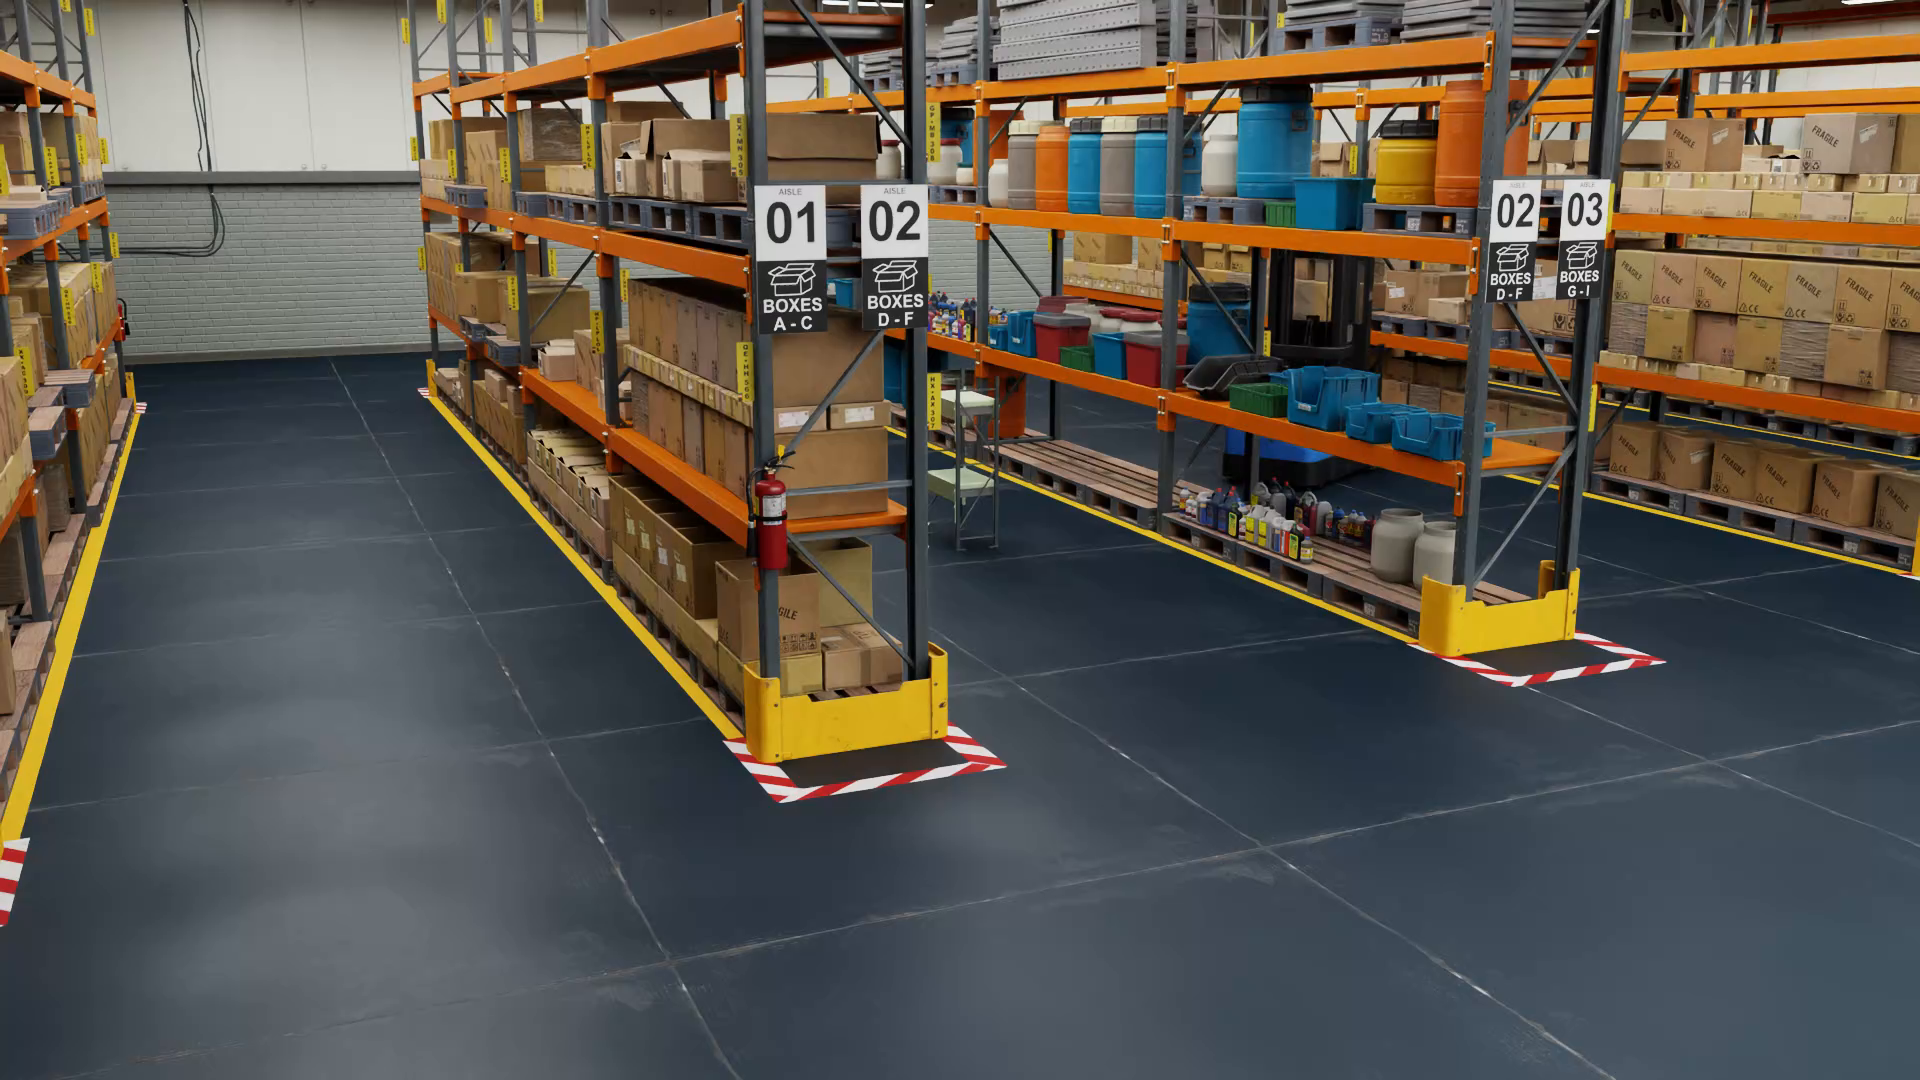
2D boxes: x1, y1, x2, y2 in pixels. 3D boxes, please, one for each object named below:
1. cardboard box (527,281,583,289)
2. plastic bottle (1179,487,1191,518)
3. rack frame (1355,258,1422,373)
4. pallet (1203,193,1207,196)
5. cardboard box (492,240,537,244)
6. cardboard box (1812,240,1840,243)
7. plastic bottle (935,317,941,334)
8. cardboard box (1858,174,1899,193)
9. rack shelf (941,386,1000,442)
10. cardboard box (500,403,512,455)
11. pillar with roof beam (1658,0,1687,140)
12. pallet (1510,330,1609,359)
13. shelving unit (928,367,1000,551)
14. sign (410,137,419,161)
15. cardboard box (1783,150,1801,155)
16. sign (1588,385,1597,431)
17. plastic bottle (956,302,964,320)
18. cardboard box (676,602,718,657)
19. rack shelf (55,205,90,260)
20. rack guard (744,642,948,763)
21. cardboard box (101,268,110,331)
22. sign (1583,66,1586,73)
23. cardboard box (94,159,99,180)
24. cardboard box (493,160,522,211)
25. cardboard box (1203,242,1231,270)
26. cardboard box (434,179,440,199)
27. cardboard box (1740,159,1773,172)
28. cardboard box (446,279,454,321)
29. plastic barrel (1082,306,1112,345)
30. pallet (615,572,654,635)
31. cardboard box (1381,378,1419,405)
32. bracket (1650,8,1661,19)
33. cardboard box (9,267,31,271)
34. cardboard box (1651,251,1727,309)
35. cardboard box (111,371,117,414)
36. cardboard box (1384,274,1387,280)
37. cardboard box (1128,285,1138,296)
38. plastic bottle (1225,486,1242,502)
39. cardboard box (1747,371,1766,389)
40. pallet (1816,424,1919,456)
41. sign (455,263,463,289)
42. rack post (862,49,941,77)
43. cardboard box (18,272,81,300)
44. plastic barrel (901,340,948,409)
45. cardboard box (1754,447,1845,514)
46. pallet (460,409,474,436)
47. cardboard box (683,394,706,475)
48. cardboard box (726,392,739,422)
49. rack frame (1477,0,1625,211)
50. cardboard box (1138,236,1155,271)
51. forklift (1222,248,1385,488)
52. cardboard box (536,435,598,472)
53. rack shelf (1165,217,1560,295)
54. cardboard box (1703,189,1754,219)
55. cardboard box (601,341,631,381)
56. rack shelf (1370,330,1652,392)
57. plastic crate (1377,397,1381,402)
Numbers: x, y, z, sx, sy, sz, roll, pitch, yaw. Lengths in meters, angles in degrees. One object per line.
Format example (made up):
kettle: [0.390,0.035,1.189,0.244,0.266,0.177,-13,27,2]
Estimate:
cardboard box: [-4.418,-2.518,17.945,0.700,0.500,0.500,-3,13,-12]
plastic bottle: [1.997,-0.339,14.756,0.097,0.271,0.097,0,13,0]
rack frame: [5.207,-2.833,20.457,1.000,3.000,0.127,-6,14,-23]
pallet: [4.017,-4.842,22.912,0.805,0.209,1.217,-6,14,-25]
cardboard box: [-5.612,-3.530,21.032,0.500,0.500,0.500,-6,14,-25]
cardboard box: [13.434,-4.555,25.461,0.500,0.500,0.500,-6,14,-23]
plastic bottle: [-0.240,-2.527,19.578,0.097,0.201,0.097,0,13,0]
cardboard box: [7.685,-2.952,13.770,0.380,0.149,0.250,-6,14,-23]
rack shelf: [0.003,-1.110,14.607,0.431,0.370,0.720,-6,14,-23]
cardboard box: [-4.668,-1.214,18.032,0.500,0.500,0.500,-6,14,-25]
pillar with roof beam: [11.430,-9.002,33.808,9.100,9.000,0.548,-6,14,-23]
pallet: [6.636,-2.084,17.647,1.003,0.211,1.213,-6,14,-23]
shelving unit: [0.003,-0.729,14.695,0.431,1.500,0.755,-6,14,-23]
sign: [-7.573,-5.430,23.087,0.100,0.325,0.005,-6,14,-23]
cardboard box: [15.977,-7.283,31.596,0.500,0.250,0.500,-6,14,-24]
sign: [4.379,-0.916,11.562,0.100,0.325,0.005,-6,14,-23]
plastic bottle: [0.016,-2.844,20.780,0.152,0.276,0.135,-6,14,-23]
cardboard box: [-1.565,0.560,10.966,0.500,0.250,0.500,-6,14,-23]
rack shelf: [-9.210,-3.015,16.186,1.077,0.370,4.000,-6,14,-23]
rack guard: [-0.657,0.937,9.713,1.175,0.500,0.348,-6,14,-23]
cardboard box: [-10.801,-2.877,19.985,0.980,0.700,0.700,-6,14,-26]
sign: [11.585,-8.843,30.874,0.100,0.325,0.005,-6,14,-23]
cardboard box: [-10.867,-4.550,20.405,0.500,0.250,0.500,-6,14,-25]
cardboard box: [-4.281,-3.641,17.076,0.910,0.500,0.500,-6,14,-23]
cardboard box: [3.868,-4.065,23.336,0.797,0.503,0.637,-6,14,-24]
cardboard box: [-6.507,-4.540,21.516,0.500,0.250,0.500,-6,14,-23]
cardboard box: [10.081,-4.629,20.743,0.500,0.250,0.500,-5,14,-21]
cardboard box: [-6.325,-3.106,21.417,0.500,0.500,0.500,-5,14,-22]
plastic barrel: [1.445,-2.160,17.300,0.421,0.512,0.421,0,13,0]
pallet: [-1.989,0.414,12.612,1.003,0.211,1.213,-6,14,-23]
cardboard box: [5.494,-1.693,20.099,0.700,0.500,0.500,-6,15,-26]
bracket: [14.883,-11.198,35.314,0.235,0.232,0.430,-6,14,-23]
cardboard box: [-9.850,-2.660,17.120,0.500,0.250,0.500,-5,14,-22]
cardboard box: [6.958,-2.468,15.782,0.500,0.500,0.500,-6,14,-23]
cardboard box: [-10.839,-1.787,20.552,0.700,0.500,0.500,-6,14,-25]
cardboard box: [7.169,-4.318,27.433,0.380,0.149,0.250,-5,14,-22]
cardboard box: [2.770,-3.783,25.119,0.380,0.149,0.250,-5,14,-22]
plastic bottle: [2.346,-0.292,14.376,0.144,0.351,0.185,-6,14,-23]
cardboard box: [7.375,-1.456,15.066,0.380,0.149,0.250,-6,14,-23]
pallet: [11.016,-1.228,19.705,1.003,0.211,1.213,-6,14,-23]
sign: [-5.968,-3.136,19.849,0.100,0.325,0.005,-6,14,-23]
rack post: [-0.625,-5.921,20.662,0.937,0.300,0.954,-6,14,-24]
cardboard box: [-8.984,-2.495,16.409,0.500,0.250,0.500,-6,14,-24]
plastic barrel: [-0.448,-2.134,21.160,0.600,0.901,0.708,-6,14,-23]
cardboard box: [7.673,-0.549,15.201,0.500,0.500,0.500,-4,14,-18]
pallet: [-5.748,-1.548,21.093,1.003,0.211,1.213,-6,14,-23]
cardboard box: [-1.465,-0.752,11.244,0.700,0.500,0.500,-5,14,-21]
cardboard box: [-1.203,-0.819,10.096,0.380,0.149,0.250,-6,14,-24]
rack frame: [3.873,-3.655,10.706,1.000,3.000,0.127,-6,14,-23]
cardboard box: [2.979,-4.271,24.681,0.500,0.500,0.500,-5,14,-22]
forklift: [4.018,-2.246,18.072,1.130,2.935,3.031,9,16,34]
cardboard box: [-3.712,-0.834,15.746,0.500,0.311,0.500,-6,14,-24]
rack shelf: [3.072,-2.257,12.911,1.077,0.370,4.000,-6,14,-23]
cardboard box: [7.161,-3.066,15.145,0.500,0.250,0.500,-6,14,-25]
cardboard box: [-2.773,-1.430,14.174,0.500,0.500,0.500,-5,14,-19]
rack shelf: [6.008,-2.069,18.753,1.077,0.370,4.000,-6,14,-23]
plastic crate: [3.154,-1.118,13.632,0.530,0.136,0.437,-6,14,-23]
